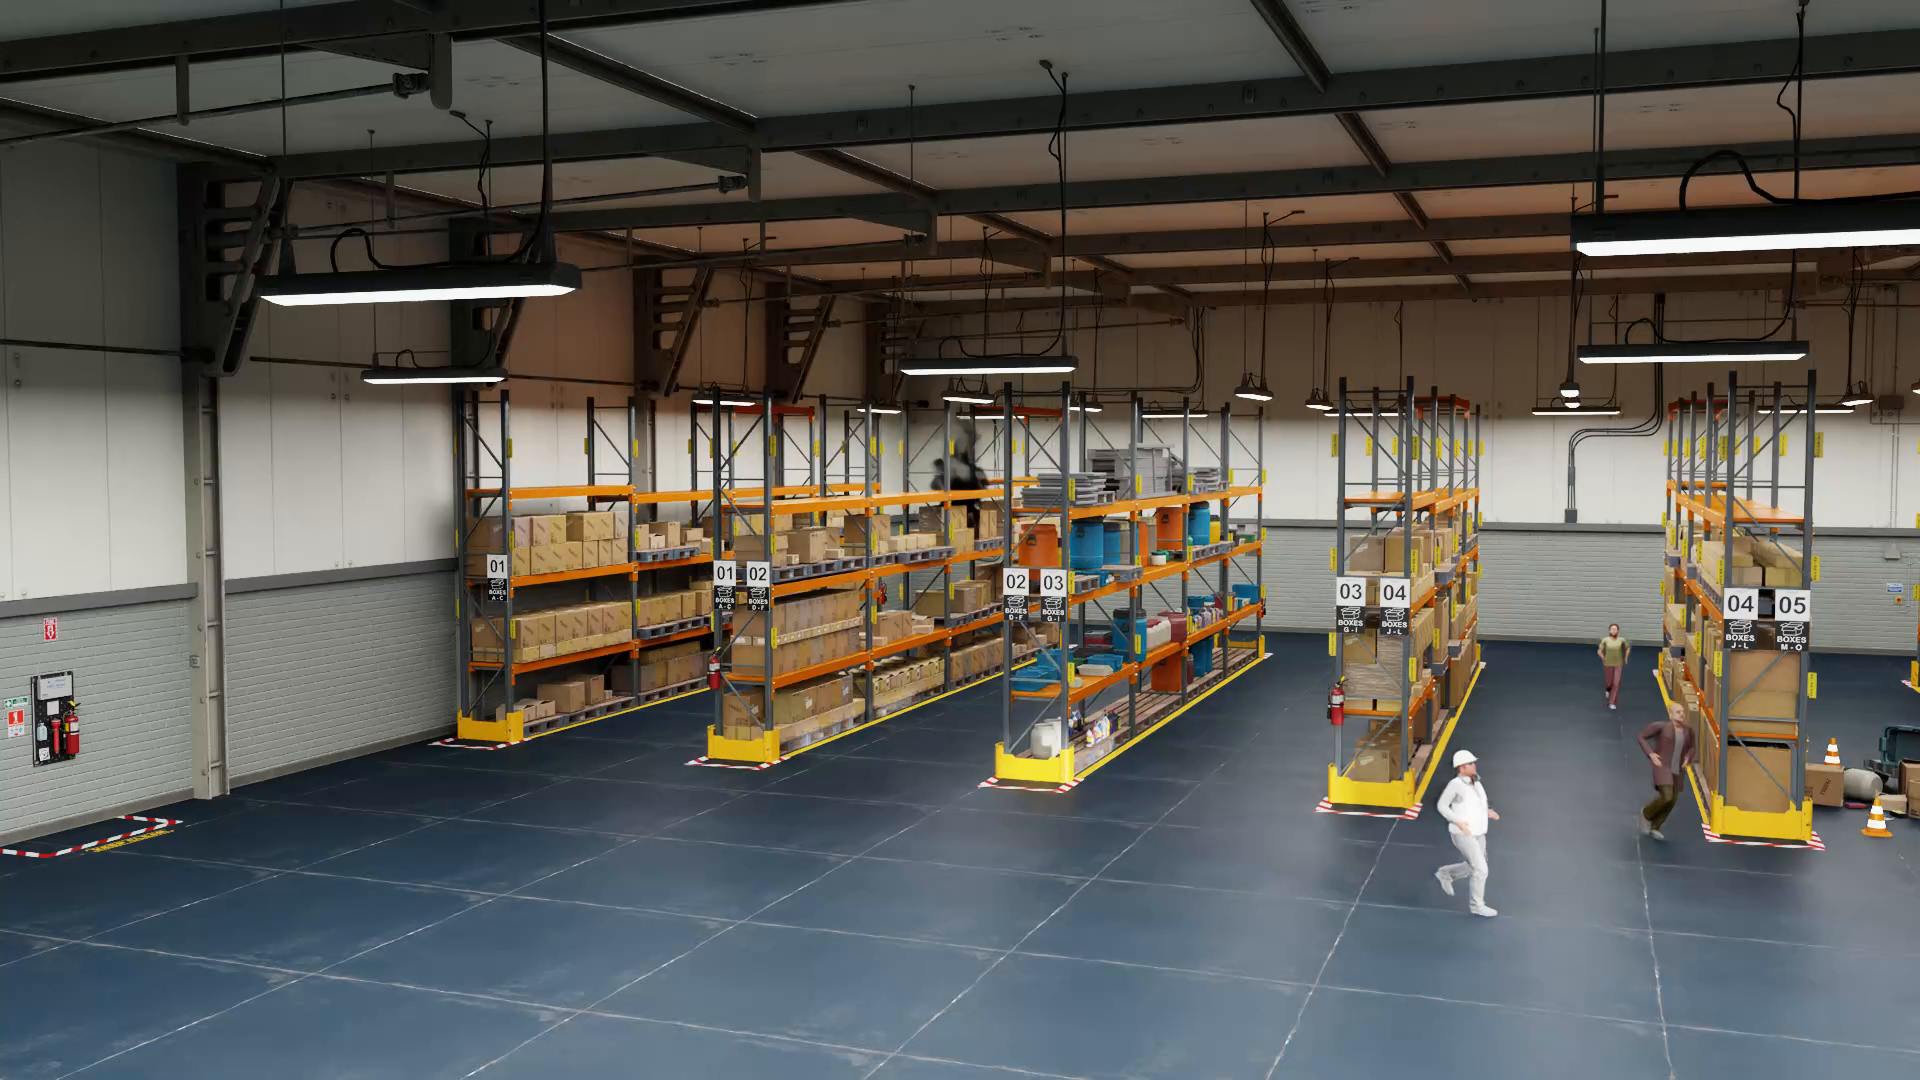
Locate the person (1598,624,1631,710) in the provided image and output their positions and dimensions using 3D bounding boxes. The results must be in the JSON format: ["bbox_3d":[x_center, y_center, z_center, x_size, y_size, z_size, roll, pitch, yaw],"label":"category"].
[{"bbox_3d":[12.628,2.428,32.094,0.593,1.631,0.806,1,3,18],"label":"person"}]

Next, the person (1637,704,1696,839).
[{"bbox_3d":[9.106,2.966,21.314,0.699,1.741,0.600,-1,3,-10],"label":"person"}]

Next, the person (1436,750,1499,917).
[{"bbox_3d":[5.460,3.143,17.970,0.668,1.739,0.803,-3,4,-42],"label":"person"}]
